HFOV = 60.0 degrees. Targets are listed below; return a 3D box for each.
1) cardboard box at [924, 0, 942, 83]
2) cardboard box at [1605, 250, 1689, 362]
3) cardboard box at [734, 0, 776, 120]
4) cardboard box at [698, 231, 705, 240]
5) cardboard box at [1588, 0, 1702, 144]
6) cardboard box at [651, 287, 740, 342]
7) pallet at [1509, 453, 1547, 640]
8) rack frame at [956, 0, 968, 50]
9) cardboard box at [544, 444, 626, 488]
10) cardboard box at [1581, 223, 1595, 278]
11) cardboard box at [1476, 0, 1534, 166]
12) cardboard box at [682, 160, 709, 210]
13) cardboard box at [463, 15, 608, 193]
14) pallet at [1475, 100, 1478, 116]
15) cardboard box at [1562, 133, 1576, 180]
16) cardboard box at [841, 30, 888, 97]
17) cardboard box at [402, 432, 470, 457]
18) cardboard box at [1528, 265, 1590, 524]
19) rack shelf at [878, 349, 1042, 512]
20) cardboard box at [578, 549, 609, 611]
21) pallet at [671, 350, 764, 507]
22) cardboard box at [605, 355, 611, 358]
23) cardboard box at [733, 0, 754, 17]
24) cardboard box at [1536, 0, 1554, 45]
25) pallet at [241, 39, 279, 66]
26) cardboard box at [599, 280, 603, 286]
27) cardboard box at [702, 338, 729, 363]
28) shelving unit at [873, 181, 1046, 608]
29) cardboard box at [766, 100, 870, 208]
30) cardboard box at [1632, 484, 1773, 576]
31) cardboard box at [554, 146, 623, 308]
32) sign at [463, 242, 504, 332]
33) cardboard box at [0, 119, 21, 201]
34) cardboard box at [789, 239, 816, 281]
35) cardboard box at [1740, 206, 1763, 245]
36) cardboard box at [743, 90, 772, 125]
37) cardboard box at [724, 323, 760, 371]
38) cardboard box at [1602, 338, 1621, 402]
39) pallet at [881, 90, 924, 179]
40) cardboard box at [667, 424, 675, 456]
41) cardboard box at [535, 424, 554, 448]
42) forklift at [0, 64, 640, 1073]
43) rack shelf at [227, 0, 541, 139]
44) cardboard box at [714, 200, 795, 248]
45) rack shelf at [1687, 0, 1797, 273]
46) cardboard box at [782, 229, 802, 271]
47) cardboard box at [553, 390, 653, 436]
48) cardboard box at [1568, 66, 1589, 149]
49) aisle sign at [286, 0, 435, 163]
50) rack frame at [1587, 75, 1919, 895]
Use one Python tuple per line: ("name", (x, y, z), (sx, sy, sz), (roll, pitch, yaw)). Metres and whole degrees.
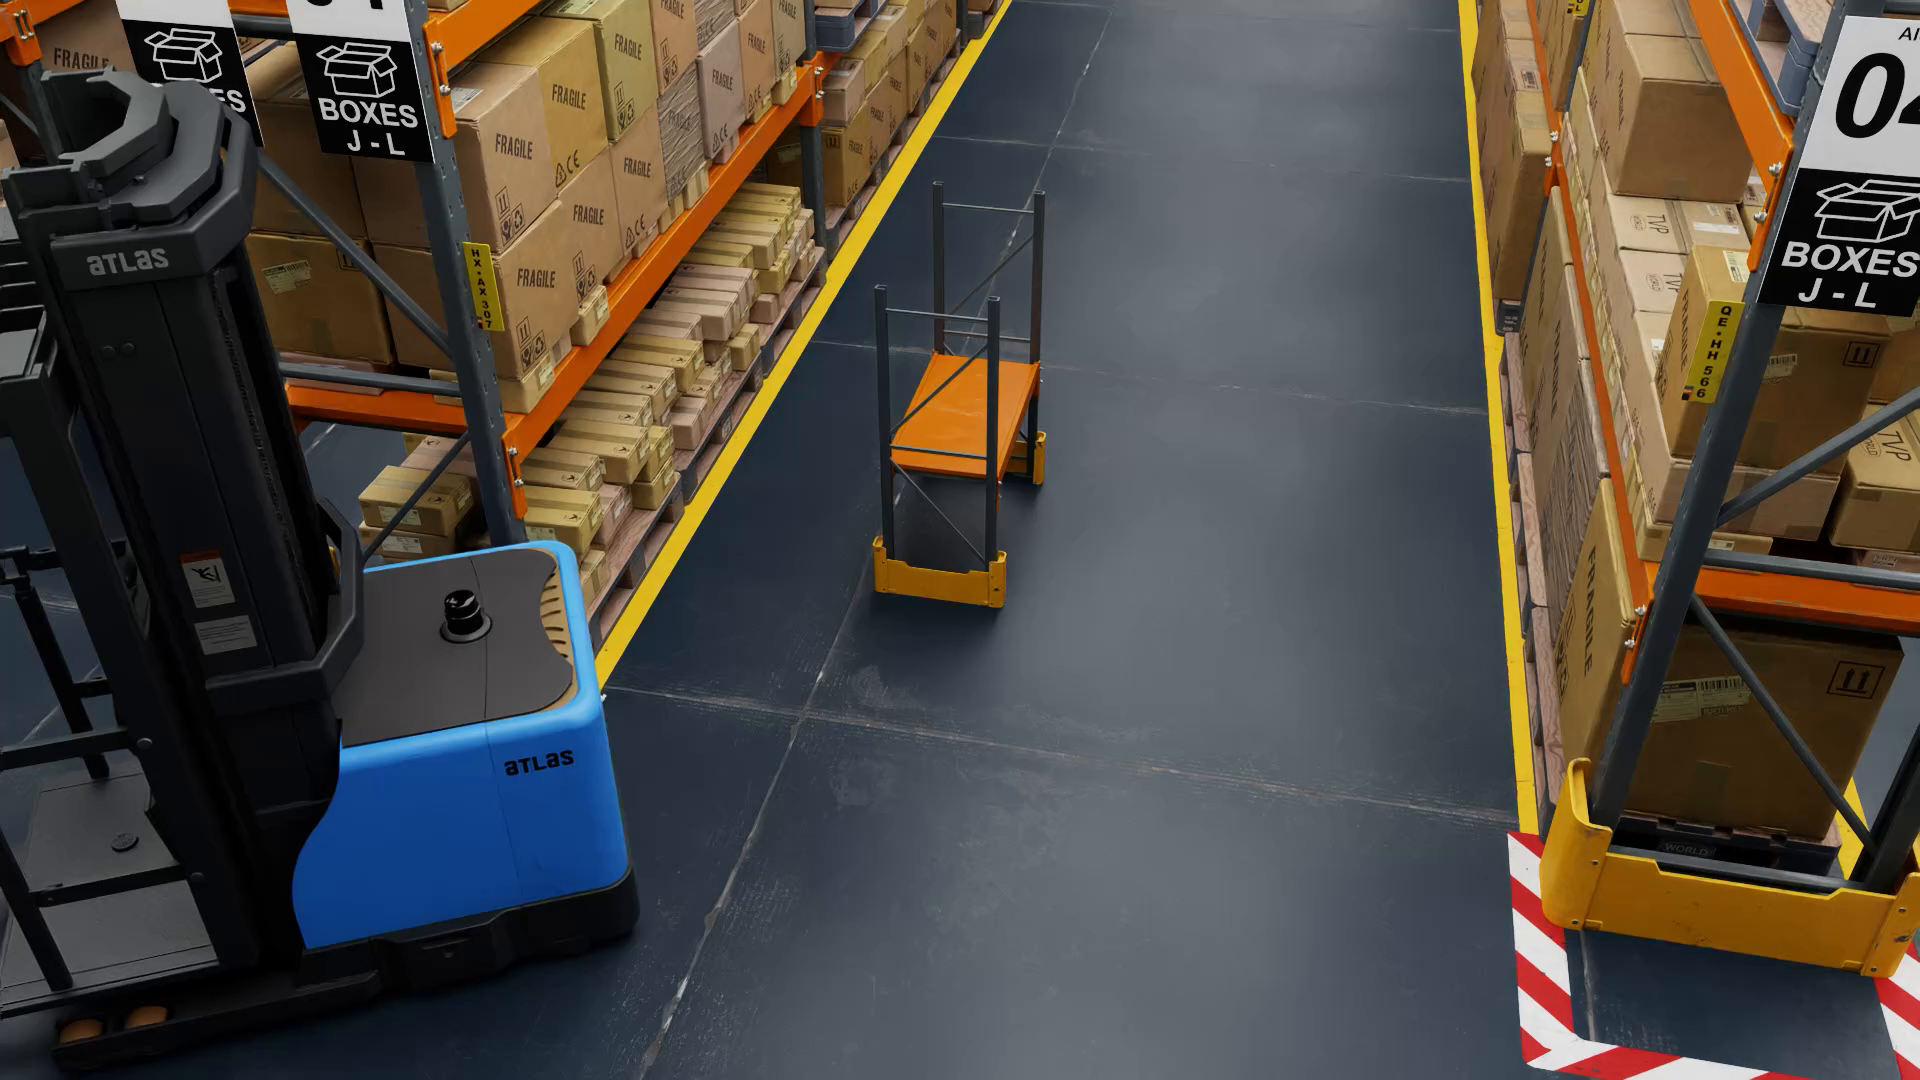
("cardboard box", (-0.438, -3.611, 11.948), (0.500, 0.500, 0.500), (9, 37, 12))
("cardboard box", (2.738, -0.847, 6.237), (0.500, 0.250, 0.500), (6, 36, 8))
("cardboard box", (-1.232, -2.417, 8.191), (0.500, 0.500, 0.500), (6, 36, 9))
("cardboard box", (-1.649, -1.679, 9.328), (0.380, 0.149, 0.250), (8, 37, 10))
("cardboard box", (3.066, -2.026, 7.225), (0.500, 0.500, 0.500), (7, 37, 10))
("cardboard box", (-1.322, -1.130, 8.317), (0.380, 0.149, 0.250), (6, 36, 8))
("pallet", (3.034, 0.070, 7.474), (1.003, 0.211, 1.213), (7, 37, 10))
("rack frame", (-0.439, -5.160, 12.313), (1.000, 3.000, 0.127), (7, 37, 10))
("cardboard box", (-1.705, -0.279, 7.397), (0.380, 0.149, 0.250), (8, 37, 11))
("cardboard box", (2.866, -1.214, 7.083), (0.380, 0.149, 0.250), (8, 37, 11))
("cardboard box", (4.020, -2.887, 10.630), (1.225, 0.875, 0.875), (7, 37, 10))
("cardboard box", (-1.389, -1.667, 7.707), (0.380, 0.149, 0.250), (8, 37, 11))
("cardboard box", (-1.691, -1.653, 6.285), (0.500, 0.500, 0.500), (8, 37, 11))
("pallet", (4.143, -2.909, 11.583), (1.003, 0.211, 1.213), (7, 37, 10))
("cardboard box", (3.087, -1.807, 7.901), (0.380, 0.149, 0.250), (6, 36, 8))
("cardboard box", (-0.766, -3.024, 10.500), (0.500, 0.250, 0.500), (8, 37, 11))
("cardboard box", (-2.241, -0.467, 7.402), (0.380, 0.149, 0.250), (7, 36, 9))
("cardboard box", (3.120, -0.612, 7.492), (0.875, 0.875, 0.875), (7, 37, 10))
("rack shelf", (0.018, -0.511, 7.483), (0.538, 0.185, 1.000), (7, 37, 10))
("cardboard box", (-1.723, 0.151, 7.058), (0.380, 0.149, 0.250), (8, 37, 11))
("pallet", (-1.660, -0.647, 8.462), (1.003, 0.211, 1.213), (7, 37, 10))
("cardboard box", (-1.922, -0.965, 8.597), (0.380, 0.149, 0.250), (6, 36, 9))
("cardboard box", (-1.234, -2.832, 7.911), (0.500, 0.500, 0.500), (6, 36, 8))
("cardboard box", (3.581, -3.113, 9.404), (0.500, 0.500, 0.500), (7, 37, 9))
("pallet", (-5.801, -3.454, 12.335), (1.003, 0.211, 1.213), (7, 37, 10))
("cardboard box", (-1.713, -1.081, 6.899), (0.380, 0.149, 0.250), (9, 37, 12))
("cardboard box", (-1.397, -1.039, 8.445), (0.380, 0.149, 0.250), (6, 36, 8))
("shelving unit", (0.016, -0.651, 7.370), (0.587, 1.500, 1.083), (7, 37, 10))
("cardboard box", (-0.876, -2.415, 10.298), (0.500, 0.500, 0.500), (9, 37, 12))
("cardboard box", (2.431, -0.038, 5.460), (0.380, 0.149, 0.250), (8, 37, 11))
("cardboard box", (-1.692, -1.267, 6.604), (0.500, 0.500, 0.500), (7, 37, 10))
("sign", (-1.617, -0.856, 5.637), (0.100, 0.325, 0.005), (7, 37, 10))
("cardboard box", (-6.389, -2.215, 10.076), (0.875, 0.438, 0.875), (7, 36, 9))
("cardboard box", (-1.044, -1.615, 9.494), (0.380, 0.149, 0.250), (8, 37, 11))
("cardboard box", (3.365, -1.081, 6.560), (0.500, 0.250, 0.500), (7, 36, 9))
("cardboard box", (-1.189, -2.265, 8.533), (0.380, 0.149, 0.250), (9, 37, 12))
("cardboard box", (-1.265, -1.021, 8.675), (0.380, 0.149, 0.250), (7, 37, 10))
("cardboard box", (2.648, -0.623, 6.268), (0.380, 0.149, 0.250), (7, 36, 9))
("pallet", (-0.870, -2.886, 11.552), (1.003, 0.211, 1.213), (7, 37, 10))
("cardboard box", (-1.577, -0.444, 7.878), (0.380, 0.149, 0.250), (7, 37, 10))
("cardboard box", (-2.046, -0.487, 7.684), (0.380, 0.149, 0.250), (7, 37, 9))
("forklift", (-2.695, 0.180, 5.004), (3.031, 2.935, 1.130), (-10, 37, -13))
("rack shelf", (-1.720, -2.643, 6.898), (1.077, 0.370, 4.000), (7, 37, 10))
("cardboard box", (-1.131, -1.735, 9.153), (0.380, 0.149, 0.250), (8, 37, 11))
("rack shelf", (3.104, -1.964, 5.960), (1.077, 0.370, 4.000), (7, 37, 10))
("cardboard box", (-1.095, -1.626, 9.255), (0.380, 0.149, 0.250), (6, 36, 8))
("cardboard box", (-1.611, -0.542, 7.506), (0.380, 0.149, 0.250), (6, 36, 8))
("cardboard box", (3.175, -2.010, 7.842), (0.500, 0.250, 0.500), (7, 36, 9))
("aisle sign", (-1.870, -1.547, 5.113), (0.394, 0.787, 0.004), (7, 37, 10))
("rack frame", (2.677, 0.106, 5.047), (1.000, 3.000, 0.127), (7, 37, 10))
